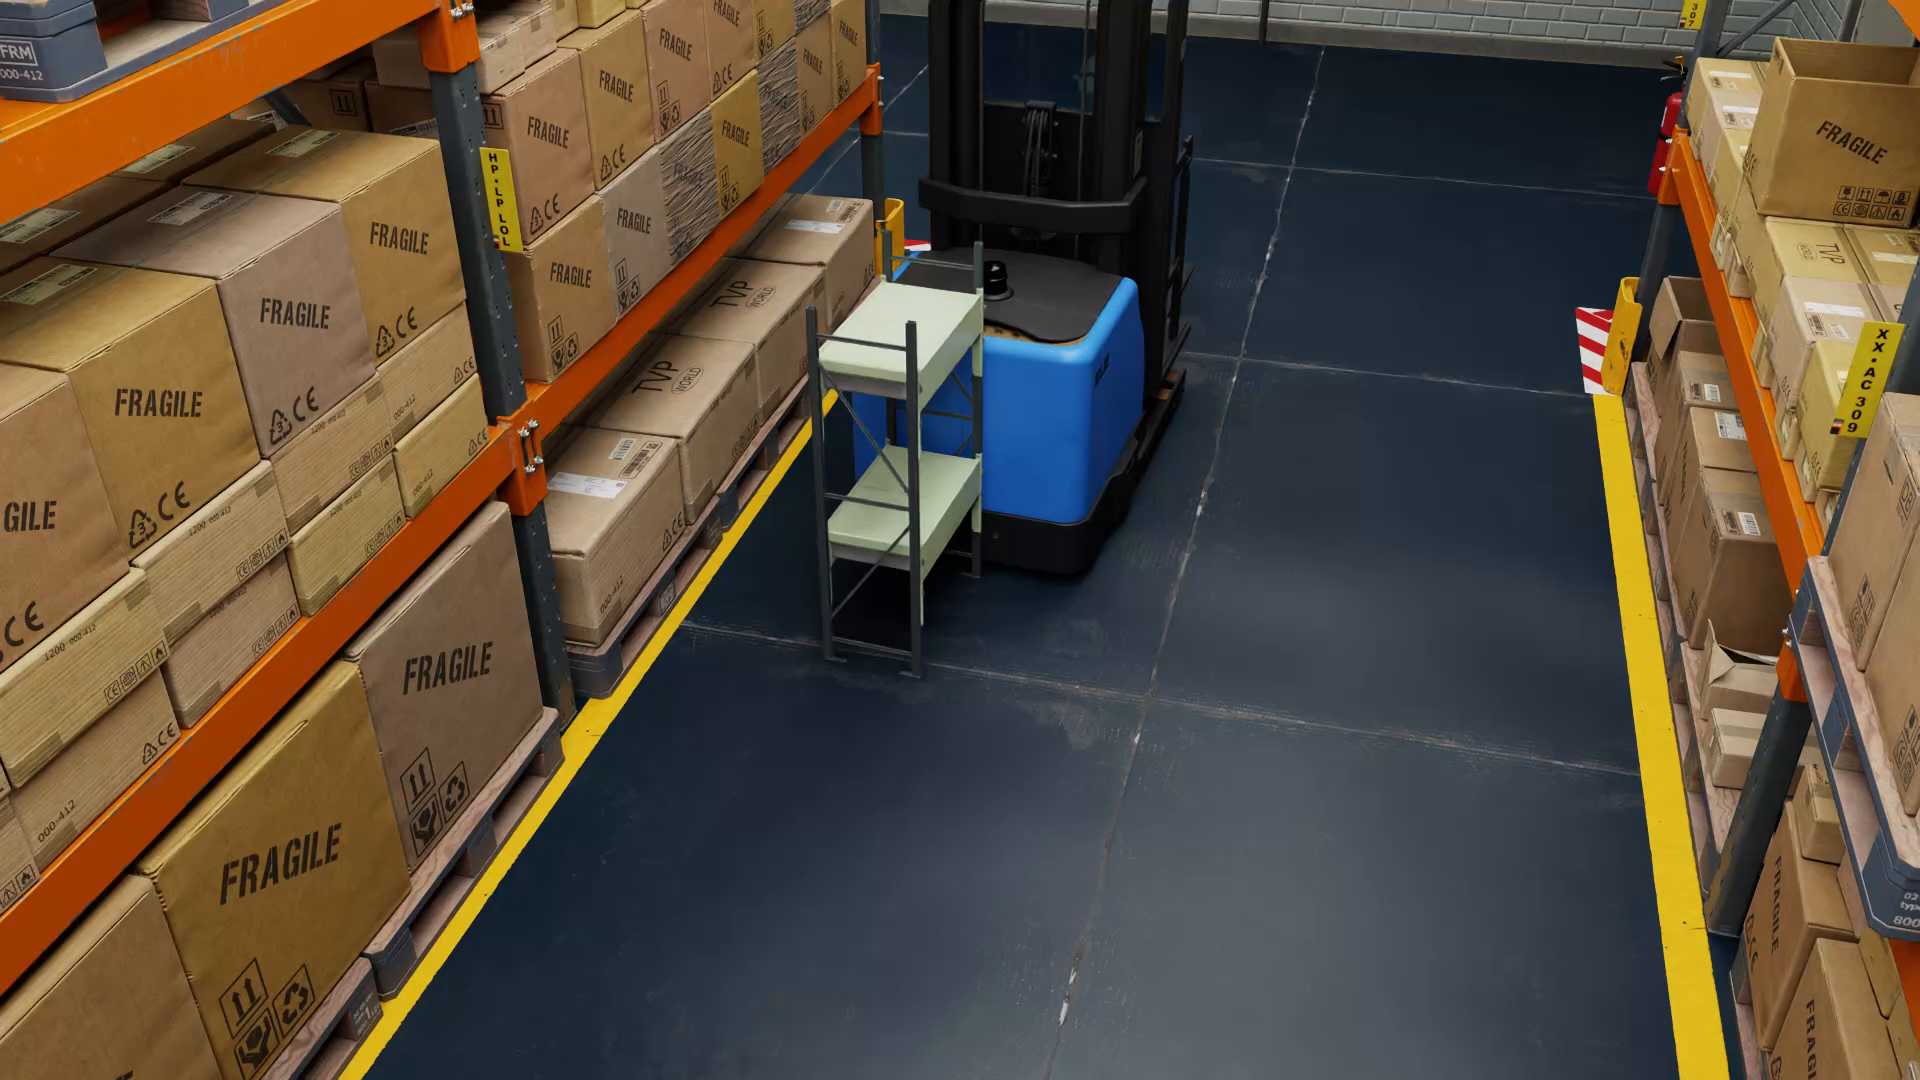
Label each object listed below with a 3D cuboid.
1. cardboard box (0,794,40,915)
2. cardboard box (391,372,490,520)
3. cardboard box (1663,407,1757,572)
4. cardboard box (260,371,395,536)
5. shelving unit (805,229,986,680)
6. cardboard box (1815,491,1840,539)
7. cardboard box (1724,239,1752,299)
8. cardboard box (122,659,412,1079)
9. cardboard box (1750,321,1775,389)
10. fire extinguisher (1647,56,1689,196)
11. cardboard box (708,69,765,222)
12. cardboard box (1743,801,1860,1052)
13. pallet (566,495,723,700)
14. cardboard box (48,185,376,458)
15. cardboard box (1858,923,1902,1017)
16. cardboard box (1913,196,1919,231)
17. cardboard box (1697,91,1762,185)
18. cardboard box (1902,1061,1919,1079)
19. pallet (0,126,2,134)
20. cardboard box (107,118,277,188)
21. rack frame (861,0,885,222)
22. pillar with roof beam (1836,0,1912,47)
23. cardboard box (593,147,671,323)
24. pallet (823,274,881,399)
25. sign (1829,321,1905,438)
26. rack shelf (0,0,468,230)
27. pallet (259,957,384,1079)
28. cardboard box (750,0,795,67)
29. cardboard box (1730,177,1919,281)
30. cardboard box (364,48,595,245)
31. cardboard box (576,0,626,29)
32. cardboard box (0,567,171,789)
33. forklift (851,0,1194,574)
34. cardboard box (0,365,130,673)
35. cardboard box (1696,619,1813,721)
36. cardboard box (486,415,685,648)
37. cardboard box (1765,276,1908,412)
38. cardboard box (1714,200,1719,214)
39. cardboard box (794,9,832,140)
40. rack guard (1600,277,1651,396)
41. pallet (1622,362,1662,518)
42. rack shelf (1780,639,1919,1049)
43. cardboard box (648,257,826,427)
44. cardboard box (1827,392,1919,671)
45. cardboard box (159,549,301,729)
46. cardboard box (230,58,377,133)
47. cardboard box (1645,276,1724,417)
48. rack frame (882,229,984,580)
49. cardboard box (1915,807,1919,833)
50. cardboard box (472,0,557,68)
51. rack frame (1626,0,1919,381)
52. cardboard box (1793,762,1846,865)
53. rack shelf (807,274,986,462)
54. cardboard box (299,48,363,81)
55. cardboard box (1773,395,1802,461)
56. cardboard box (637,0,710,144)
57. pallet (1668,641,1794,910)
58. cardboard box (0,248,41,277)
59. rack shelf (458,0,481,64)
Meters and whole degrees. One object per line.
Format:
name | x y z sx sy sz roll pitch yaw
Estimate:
cardboard box | -2.327 0.728 3.448 0.500 0.250 0.500 9 34 14
cardboard box | -1.801 -0.320 5.098 0.500 0.250 0.500 7 33 11
cardboard box | 3.154 -0.171 6.662 0.500 0.500 0.500 9 33 13
cardboard box | -1.927 -0.276 4.562 0.500 0.250 0.500 9 33 14
shelving unit | -0.221 -0.320 6.356 0.431 1.500 0.755 10 34 16
cardboard box | 2.708 -0.071 4.800 0.380 0.149 0.250 8 33 13
cardboard box | 3.115 -1.012 6.280 0.380 0.149 0.250 9 33 13
cardboard box | -2.233 0.871 4.673 0.875 0.875 0.875 9 34 14
cardboard box | 2.926 -0.616 5.657 0.380 0.149 0.250 8 33 12
fire extinguisher | 3.477 -2.002 8.023 0.296 0.674 0.183 8 33 12
cardboard box | -1.164 -1.686 7.013 0.500 0.500 0.500 9 34 14
cardboard box | 2.531 1.121 4.629 0.500 0.500 0.500 9 34 14
pallet | -1.662 0.142 6.830 1.003 0.211 1.213 8 33 12
cardboard box | -1.926 -0.579 4.340 0.500 0.500 0.500 9 33 13
cardboard box | 2.473 1.066 4.111 0.380 0.149 0.250 6 33 10
cardboard box | 3.631 -1.045 5.960 0.500 0.250 0.500 8 33 12
cardboard box | 3.383 -1.654 6.919 0.500 0.250 0.500 8 33 13
cardboard box | 2.317 1.335 3.689 0.380 0.149 0.250 8 33 12
pallet | -2.553 -0.683 2.909 1.003 0.211 1.213 10 34 15
cardboard box | -2.321 -0.926 4.885 0.500 0.500 0.500 8 33 13
rack frame | -0.916 -2.726 8.743 1.000 3.000 0.127 8 33 12
pillar with roof beam | 1.278 -6.447 9.003 9.100 9.000 0.400 8 33 12
cardboard box | -1.427 -1.161 6.188 0.500 0.500 0.500 8 33 13
pallet | -1.043 -1.124 8.822 1.003 0.211 1.213 8 33 12
sign | 2.344 -0.412 4.295 0.100 0.325 0.005 8 33 12
rack shelf | -2.439 -0.575 3.233 1.077 0.370 4.000 8 33 12
pallet | -2.361 1.572 4.581 1.003 0.211 1.213 8 33 12
cardboard box | -1.041 -2.377 7.167 0.500 0.500 0.500 8 33 12
cardboard box | 3.148 -1.123 6.083 0.500 0.250 0.500 7 33 11
cardboard box | -1.576 -1.329 5.520 0.500 0.500 0.500 8 33 13
cardboard box | -1.404 -1.911 5.831 0.380 0.149 0.250 8 33 12
cardboard box | -2.166 0.261 3.717 0.500 0.250 0.500 9 33 13
forklift | 0.492 -1.878 7.472 1.130 2.935 3.031 10 34 16
cardboard box | -2.190 -0.048 3.505 0.500 0.500 0.500 9 33 13
cardboard box | 2.819 0.485 5.848 0.396 0.266 0.258 9 34 14
cardboard box | -1.668 -0.058 6.542 0.875 0.438 0.875 8 33 12
cardboard box | 2.877 -0.599 5.258 0.500 0.250 0.500 8 33 13
cardboard box | 3.361 -1.411 6.908 0.380 0.149 0.250 9 34 14
cardboard box | -0.924 -2.224 7.859 0.500 0.500 0.500 7 33 11
rack guard | 3.867 -0.958 8.291 1.175 0.500 0.348 8 33 12
pallet | 3.666 -0.422 7.718 1.003 0.211 1.213 8 33 12
rack shelf | 2.364 1.365 2.978 1.077 0.370 4.000 8 33 12
cardboard box | -1.211 -0.990 8.009 0.875 0.438 0.875 9 34 14
cardboard box | 2.532 0.024 3.931 0.700 0.500 0.500 9 34 14
cardboard box | -2.078 0.203 4.275 0.500 0.250 0.500 7 33 11
cardboard box | -2.078 -1.397 5.627 0.500 0.500 0.500 8 33 12
cardboard box | 3.639 -0.872 7.761 0.797 0.503 0.637 7 33 10
rack frame | -0.104 -0.506 6.649 0.400 1.500 0.023 10 34 16
cardboard box | 2.147 0.571 3.289 0.396 0.266 0.258 10 34 15
cardboard box | -1.550 -1.652 5.423 0.380 0.149 0.250 9 33 13
rack frame | 3.886 -2.053 7.683 1.000 3.000 0.127 8 33 12
cardboard box | 2.523 0.777 4.566 0.380 0.149 0.250 10 34 15
rack shelf | -0.221 -0.650 6.147 0.431 0.370 0.720 10 34 16
cardboard box | -2.161 -1.592 5.328 0.380 0.149 0.250 7 33 11
cardboard box | 2.795 -0.347 5.234 0.380 0.149 0.250 9 34 14
cardboard box | -1.301 -1.855 6.346 0.500 0.500 0.500 9 33 13
pallet | 3.046 0.844 5.726 1.003 0.211 1.213 8 33 12
cardboard box | -2.553 -0.398 4.055 0.500 0.500 0.500 7 33 11
rack shelf | -1.423 -2.651 6.499 1.077 0.370 4.000 8 33 12
